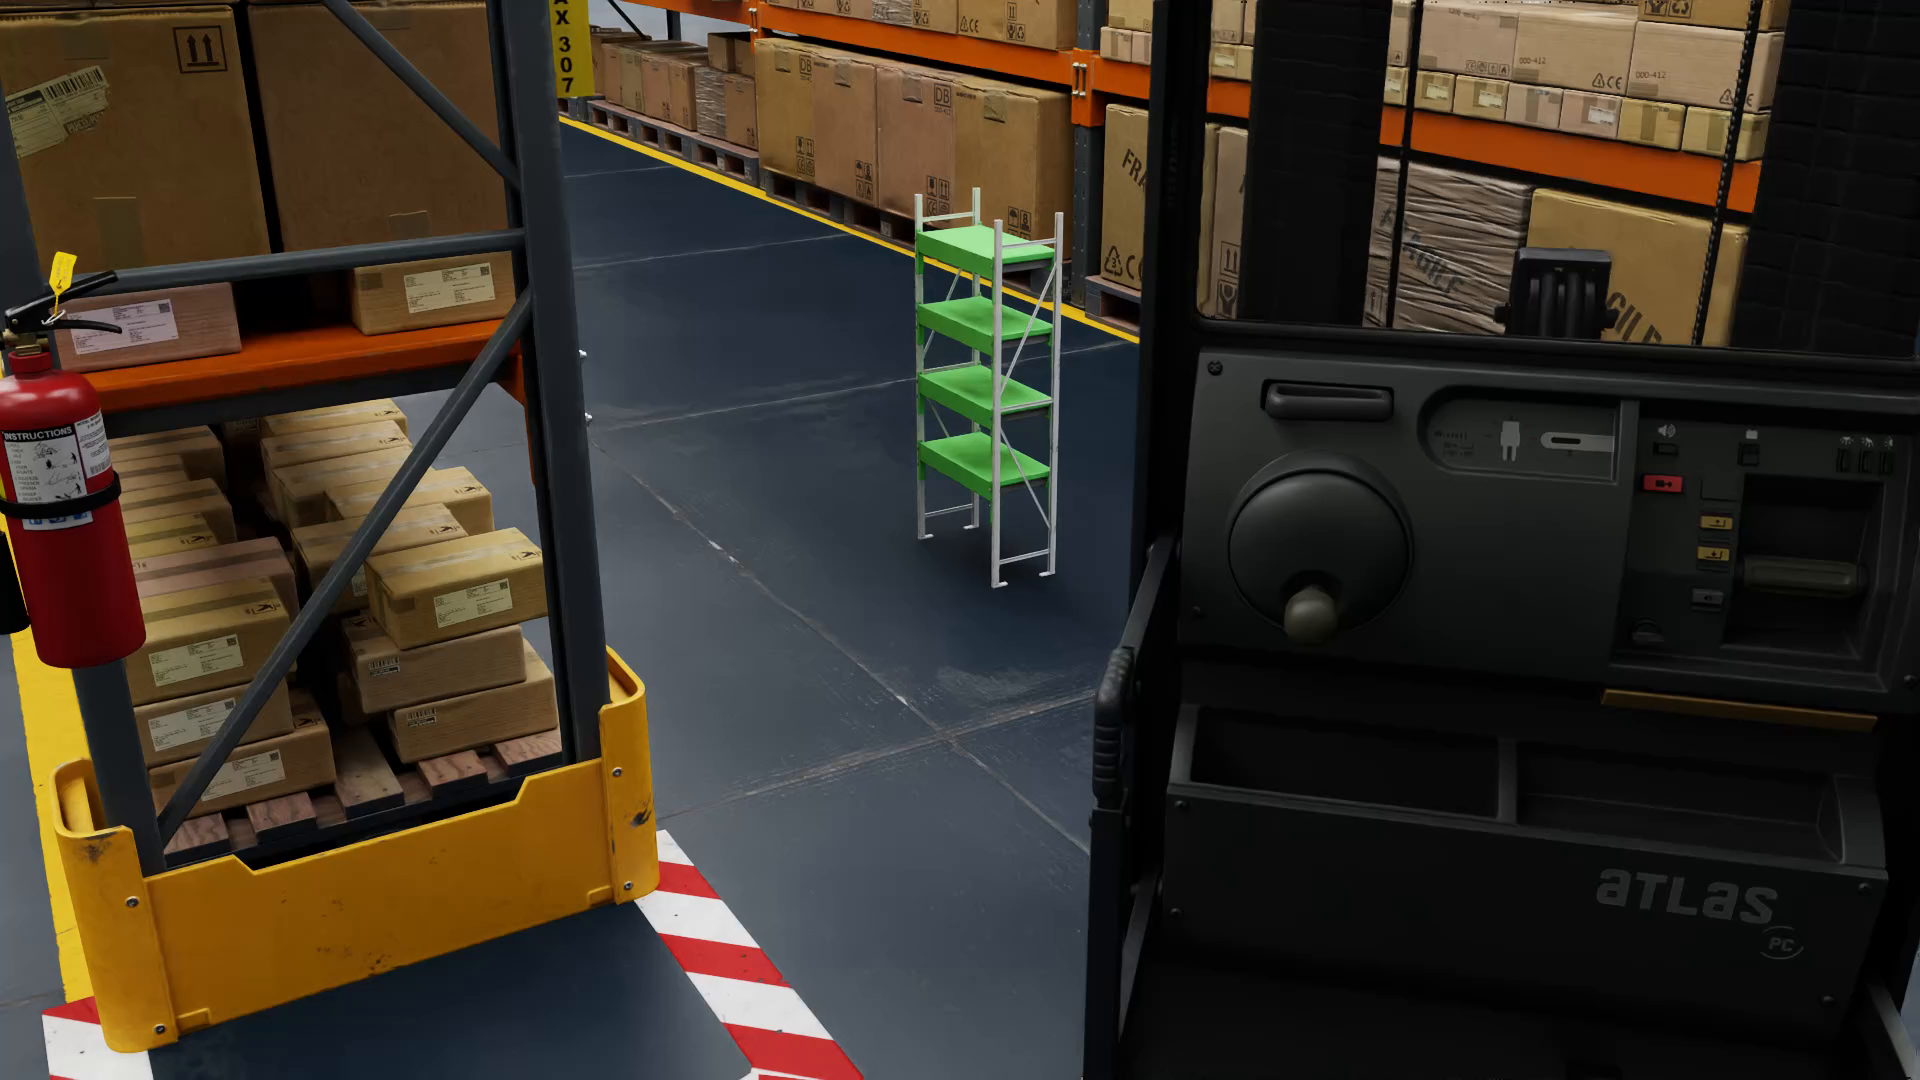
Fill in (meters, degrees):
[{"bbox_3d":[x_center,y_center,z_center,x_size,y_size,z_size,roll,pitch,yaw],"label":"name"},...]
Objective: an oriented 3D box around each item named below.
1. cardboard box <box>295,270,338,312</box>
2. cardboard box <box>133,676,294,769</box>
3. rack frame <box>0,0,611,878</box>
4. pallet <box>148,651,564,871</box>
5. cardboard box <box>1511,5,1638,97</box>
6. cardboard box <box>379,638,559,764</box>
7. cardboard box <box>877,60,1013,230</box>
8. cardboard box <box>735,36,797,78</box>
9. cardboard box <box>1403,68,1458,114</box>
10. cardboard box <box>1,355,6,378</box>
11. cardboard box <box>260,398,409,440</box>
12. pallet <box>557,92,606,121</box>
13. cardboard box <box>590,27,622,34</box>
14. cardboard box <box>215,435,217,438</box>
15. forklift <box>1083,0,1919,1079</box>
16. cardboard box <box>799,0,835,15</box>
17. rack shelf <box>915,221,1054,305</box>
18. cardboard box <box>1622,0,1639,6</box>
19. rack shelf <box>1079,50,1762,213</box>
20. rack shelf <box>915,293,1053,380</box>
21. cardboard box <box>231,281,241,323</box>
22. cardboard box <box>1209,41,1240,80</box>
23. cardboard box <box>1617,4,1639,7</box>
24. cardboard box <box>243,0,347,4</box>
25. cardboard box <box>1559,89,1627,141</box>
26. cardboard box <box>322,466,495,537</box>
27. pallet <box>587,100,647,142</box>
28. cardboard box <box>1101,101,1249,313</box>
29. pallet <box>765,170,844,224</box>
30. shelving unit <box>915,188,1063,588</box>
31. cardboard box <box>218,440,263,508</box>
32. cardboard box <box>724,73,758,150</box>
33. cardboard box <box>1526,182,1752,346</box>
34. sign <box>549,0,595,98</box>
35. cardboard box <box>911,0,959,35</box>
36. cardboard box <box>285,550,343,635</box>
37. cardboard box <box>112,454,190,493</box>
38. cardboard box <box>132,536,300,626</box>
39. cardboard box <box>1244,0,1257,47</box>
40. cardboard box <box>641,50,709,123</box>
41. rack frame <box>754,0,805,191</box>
[{"bbox_3d":[-1.272,-0.630,3.711,0.380,0.149,0.250,-12,25,-26],"label":"cardboard box"},{"bbox_3d":[-1.738,0.369,3.755,0.380,0.149,0.250,-13,26,-30],"label":"cardboard box"},{"bbox_3d":[-1.223,-0.504,3.068,1.000,3.000,0.127,-13,25,-28],"label":"rack frame"},{"bbox_3d":[-1.646,0.494,4.317,1.003,0.211,1.213,-13,25,-28],"label":"pallet"},{"bbox_3d":[2.359,-1.764,5.971,0.500,0.250,0.500,-13,26,-29],"label":"cardboard box"},{"bbox_3d":[-1.215,0.391,4.094,0.380,0.149,0.250,-12,25,-27],"label":"cardboard box"},{"bbox_3d":[0.248,-2.423,10.052,1.225,0.875,0.875,-14,26,-30],"label":"cardboard box"},{"bbox_3d":[-1.362,-3.619,12.472,0.500,0.250,0.500,-11,25,-26],"label":"cardboard box"},{"bbox_3d":[1.972,-1.775,6.528,0.380,0.149,0.250,-13,25,-28],"label":"cardboard box"},{"bbox_3d":[-3.356,-0.631,6.215,0.380,0.149,0.250,-11,25,-26],"label":"cardboard box"},{"bbox_3d":[-1.888,-0.311,5.030,0.380,0.149,0.250,-12,25,-27],"label":"cardboard box"},{"bbox_3d":[-3.410,-4.229,15.934,1.003,0.211,1.213,-13,25,-28],"label":"pallet"},{"bbox_3d":[-3.506,-4.667,16.073,0.500,0.500,0.500,-5,23,-11],"label":"cardboard box"},{"bbox_3d":[-2.491,-0.329,5.866,0.380,0.149,0.250,-13,26,-30],"label":"cardboard box"},{"bbox_3d":[0.713,-0.005,1.930,1.130,2.935,3.031,5,23,12],"label":"forklift"},{"bbox_3d":[-0.714,-3.685,10.761,0.500,0.500,0.500,-13,26,-30],"label":"cardboard box"},{"bbox_3d":[0.085,-0.888,5.297,0.258,0.148,0.480,-13,25,-28],"label":"rack shelf"},{"bbox_3d":[2.824,-2.210,6.073,0.500,0.500,0.500,-13,26,-30],"label":"cardboard box"},{"bbox_3d":[2.071,-1.739,7.062,1.077,0.370,4.000,-13,25,-28],"label":"rack shelf"},{"bbox_3d":[0.085,-0.665,5.387,0.258,0.148,0.480,-13,25,-28],"label":"rack shelf"},{"bbox_3d":[-1.727,-0.526,3.457,0.380,0.149,0.250,-13,25,-28],"label":"cardboard box"},{"bbox_3d":[1.320,-2.189,7.547,0.380,0.149,0.250,-13,26,-30],"label":"cardboard box"},{"bbox_3d":[2.809,-1.868,6.227,0.500,0.250,0.500,-13,25,-29],"label":"cardboard box"},{"bbox_3d":[-1.224,-1.348,3.288,0.500,0.500,0.500,-13,25,-29],"label":"cardboard box"},{"bbox_3d":[2.366,-1.526,5.917,0.380,0.149,0.250,-13,25,-28],"label":"cardboard box"},{"bbox_3d":[-1.461,-0.061,4.415,0.380,0.149,0.250,-13,25,-28],"label":"cardboard box"},{"bbox_3d":[-2.638,-3.766,14.797,1.003,0.211,1.213,-13,25,-28],"label":"pallet"},{"bbox_3d":[1.318,-1.701,8.277,0.875,0.875,0.875,-13,25,-28],"label":"cardboard box"},{"bbox_3d":[-0.656,-2.453,11.567,1.003,0.211,1.213,-13,25,-28],"label":"pallet"},{"bbox_3d":[0.085,-0.502,5.454,0.258,1.200,0.503,-13,25,-28],"label":"shelving unit"},{"bbox_3d":[-2.121,-0.237,5.244,0.380,0.149,0.250,-11,25,-26],"label":"cardboard box"},{"bbox_3d":[-1.353,-3.274,12.618,0.700,0.500,0.500,-14,26,-31],"label":"cardboard box"},{"bbox_3d":[2.697,-0.827,6.127,0.875,0.875,0.875,-13,25,-28],"label":"cardboard box"},{"bbox_3d":[-0.756,-1.009,3.161,0.100,0.325,0.005,-13,25,-28],"label":"sign"},{"bbox_3d":[0.056,-3.195,9.554,0.500,0.500,0.500,-13,25,-29],"label":"cardboard box"},{"bbox_3d":[-1.562,0.104,4.406,0.380,0.149,0.250,-12,25,-28],"label":"cardboard box"},{"bbox_3d":[-2.294,-0.100,4.512,0.380,0.149,0.250,-12,25,-26],"label":"cardboard box"},{"bbox_3d":[-1.790,0.132,3.942,0.380,0.149,0.250,-12,25,-27],"label":"cardboard box"},{"bbox_3d":[1.584,-2.257,7.186,0.500,0.250,0.500,-12,25,-27],"label":"cardboard box"},{"bbox_3d":[-2.228,-3.814,13.946,0.700,0.500,0.500,-15,27,-33],"label":"cardboard box"},{"bbox_3d":[-0.994,-4.015,11.706,1.000,3.000,0.127,-13,25,-28],"label":"rack frame"}]
